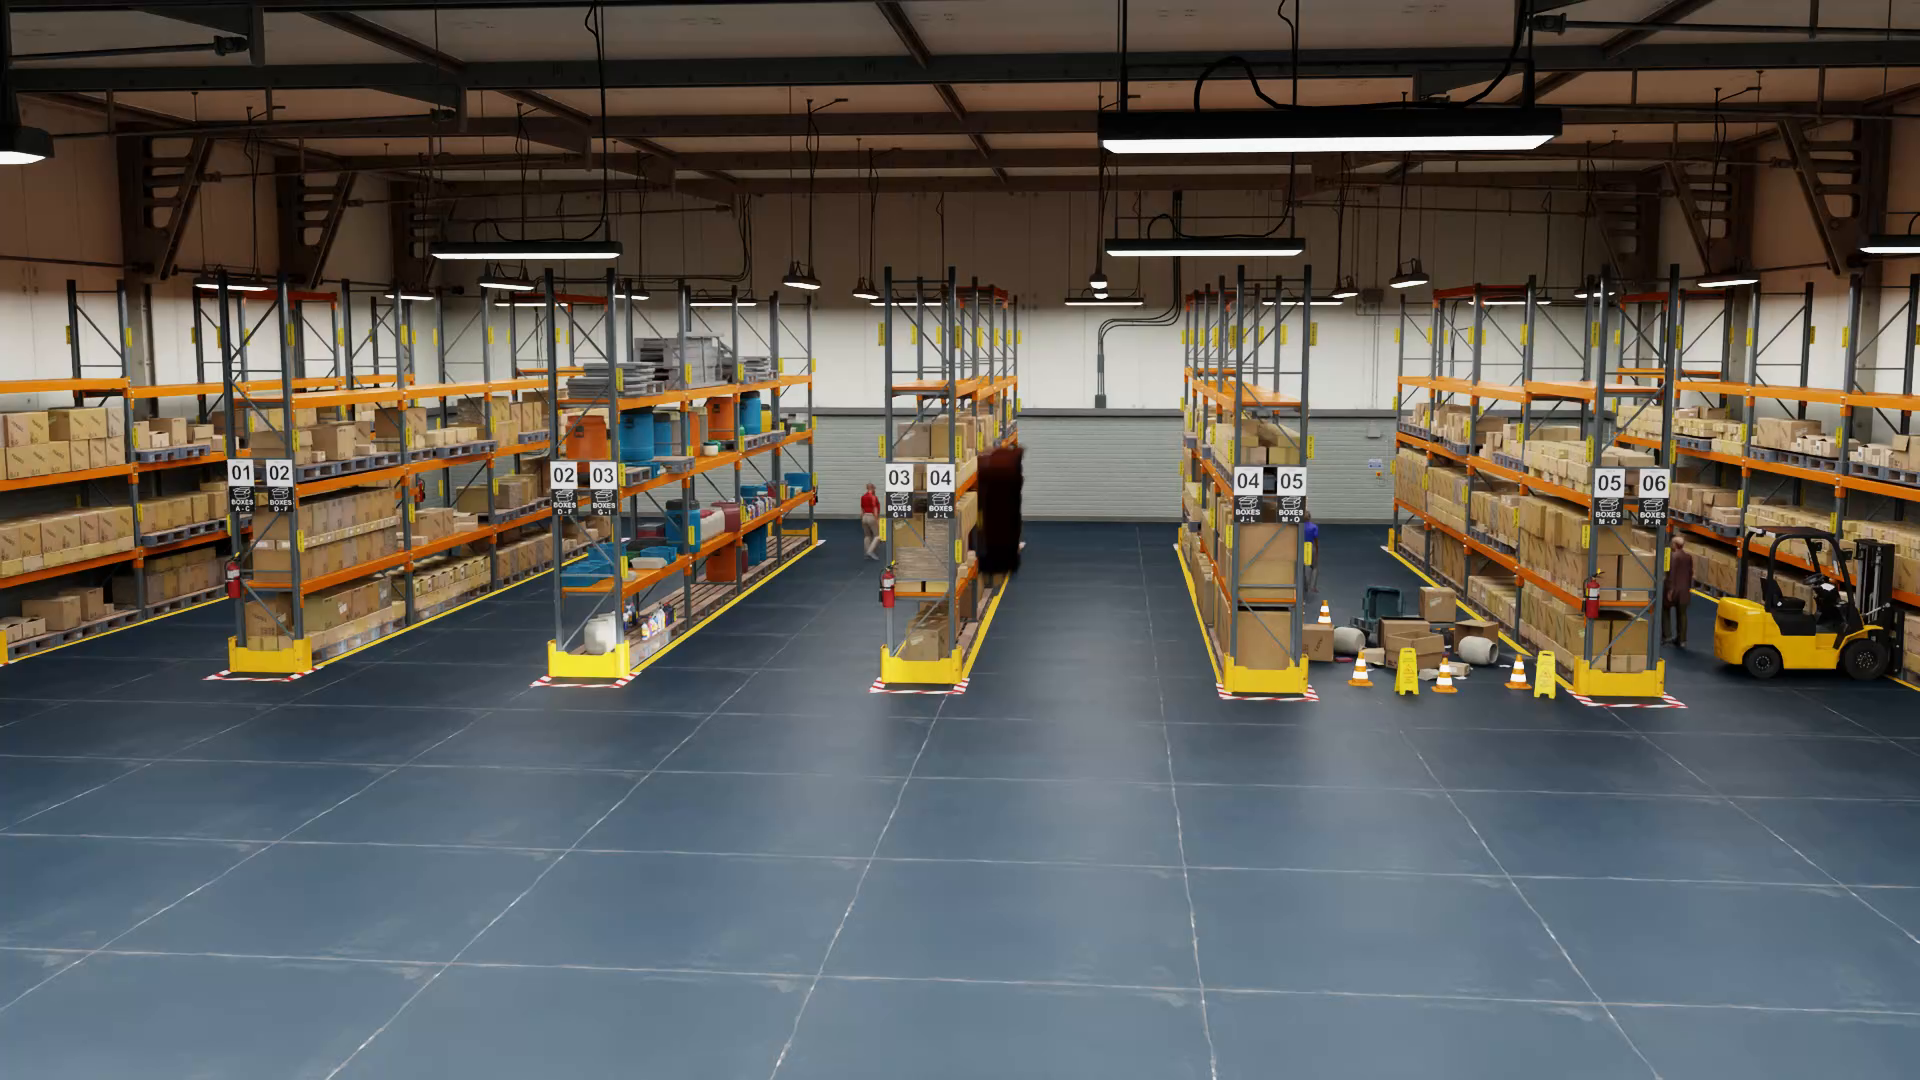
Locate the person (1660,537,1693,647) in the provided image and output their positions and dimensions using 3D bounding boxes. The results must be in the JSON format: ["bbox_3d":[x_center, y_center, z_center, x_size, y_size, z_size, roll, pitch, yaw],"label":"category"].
[{"bbox_3d":[11.682,0.872,27.027,0.562,1.833,0.607,0,7,-1],"label":"person"}]

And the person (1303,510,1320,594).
[{"bbox_3d":[6.781,0.265,32.463,0.498,1.626,0.503,0,7,3],"label":"person"}]

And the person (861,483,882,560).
[{"bbox_3d":[-2.035,-0.412,37.616,0.470,1.721,0.592,-6,9,-42],"label":"person"}]
